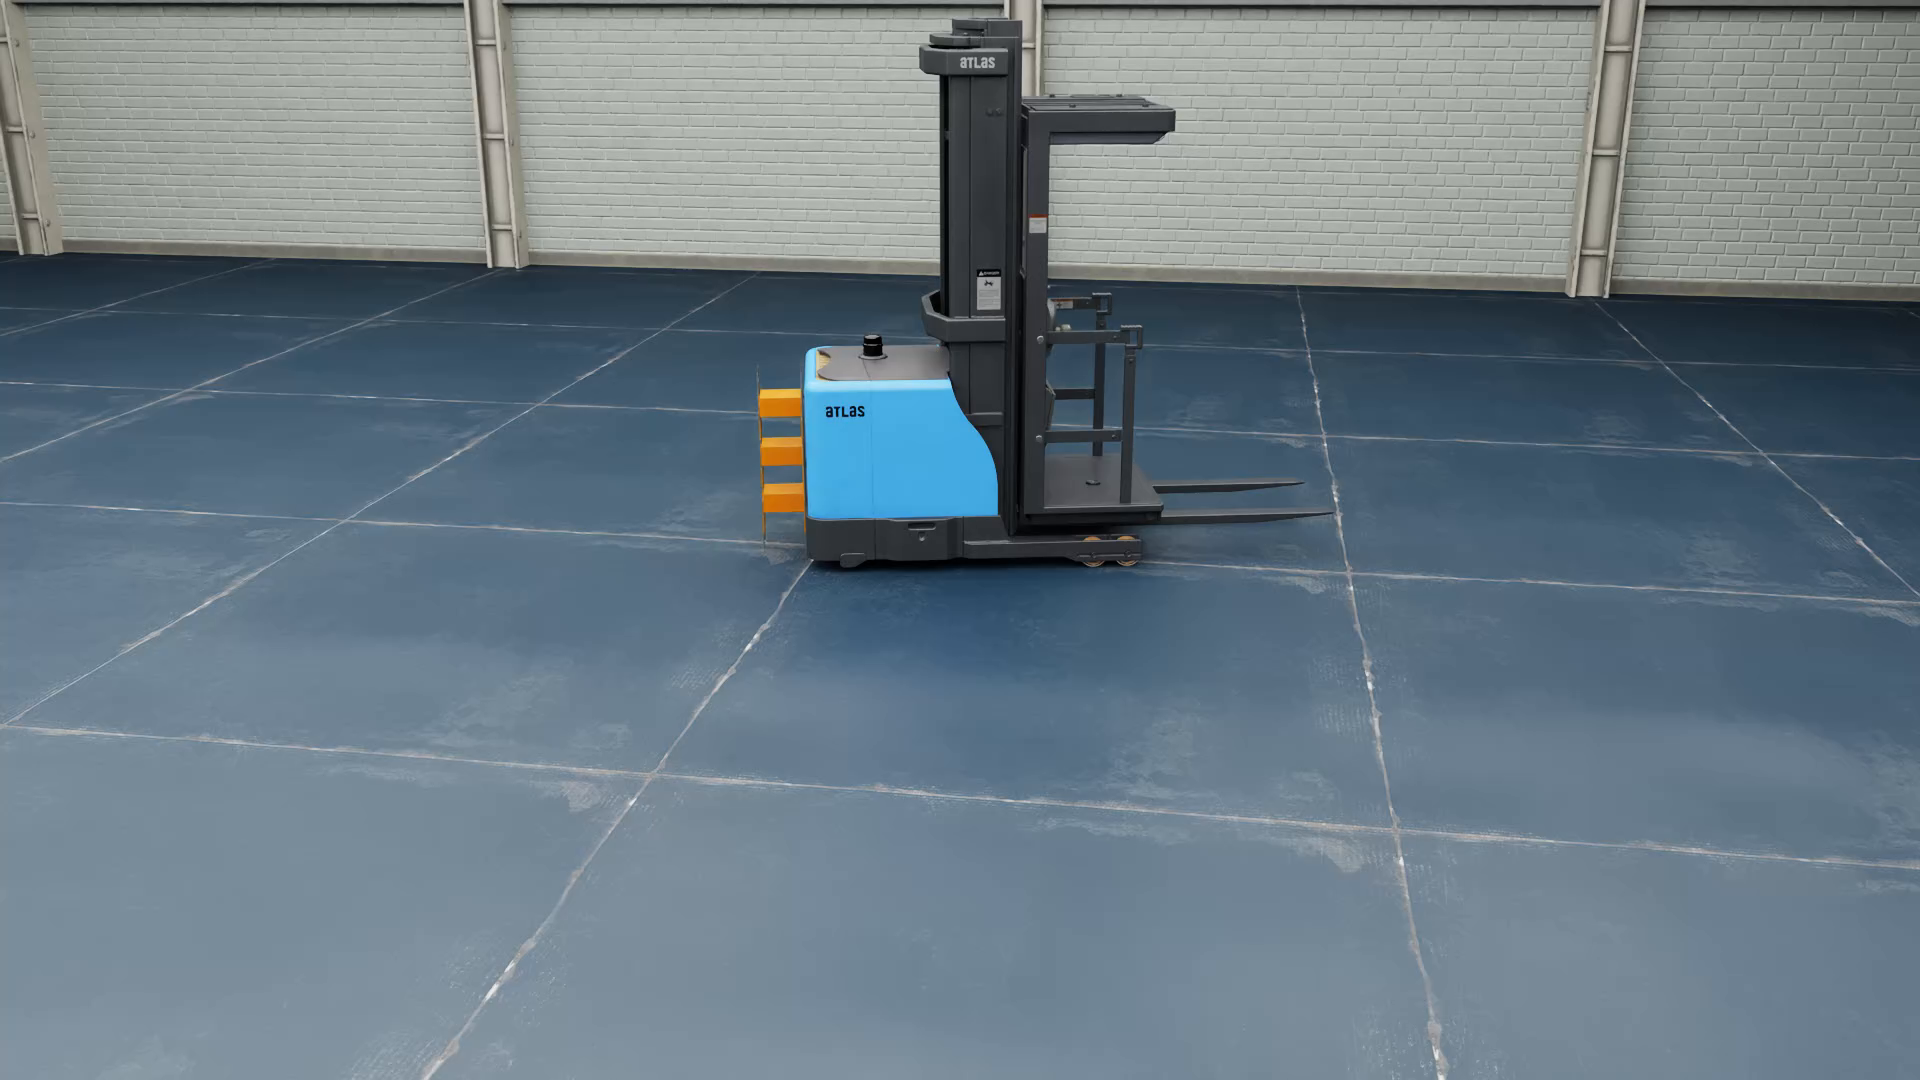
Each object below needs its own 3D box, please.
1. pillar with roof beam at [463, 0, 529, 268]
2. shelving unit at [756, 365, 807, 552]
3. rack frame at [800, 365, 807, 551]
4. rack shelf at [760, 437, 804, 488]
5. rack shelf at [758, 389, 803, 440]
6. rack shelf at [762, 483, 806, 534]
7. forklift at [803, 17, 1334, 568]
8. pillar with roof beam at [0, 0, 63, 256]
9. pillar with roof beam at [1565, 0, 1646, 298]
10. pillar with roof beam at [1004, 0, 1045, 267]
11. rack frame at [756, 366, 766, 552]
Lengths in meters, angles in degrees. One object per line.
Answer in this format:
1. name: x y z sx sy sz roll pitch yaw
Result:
1. pillar with roof beam: -5.927 -6.107 13.874 0.400 9.000 9.100 3 19 9
2. shelving unit: -1.017 -0.465 9.538 0.252 1.050 0.215 -1 19 -4
3. rack frame: -0.896 -0.468 9.548 0.008 1.050 0.200 -1 19 -4
4. rack shelf: -1.017 -0.455 9.542 0.240 0.259 0.215 -1 19 -4
5. rack shelf: -1.017 -0.724 9.452 0.240 0.259 0.215 -1 19 -4
6. rack shelf: -1.017 -0.191 9.630 0.240 0.259 0.215 -1 19 -4
7. forklift: 0.620 -1.406 9.385 3.031 2.935 1.130 -1 19 -4
8. pillar with roof beam: -11.851 -6.409 14.776 0.400 9.000 9.100 3 19 9
9. pillar with roof beam: 5.921 -5.503 12.069 0.400 9.000 9.100 3 19 9
10. pillar with roof beam: -0.003 -5.805 12.971 0.400 9.000 9.100 3 19 9
11. rack frame: -1.139 -0.462 9.529 0.008 1.050 0.200 -1 19 -4
